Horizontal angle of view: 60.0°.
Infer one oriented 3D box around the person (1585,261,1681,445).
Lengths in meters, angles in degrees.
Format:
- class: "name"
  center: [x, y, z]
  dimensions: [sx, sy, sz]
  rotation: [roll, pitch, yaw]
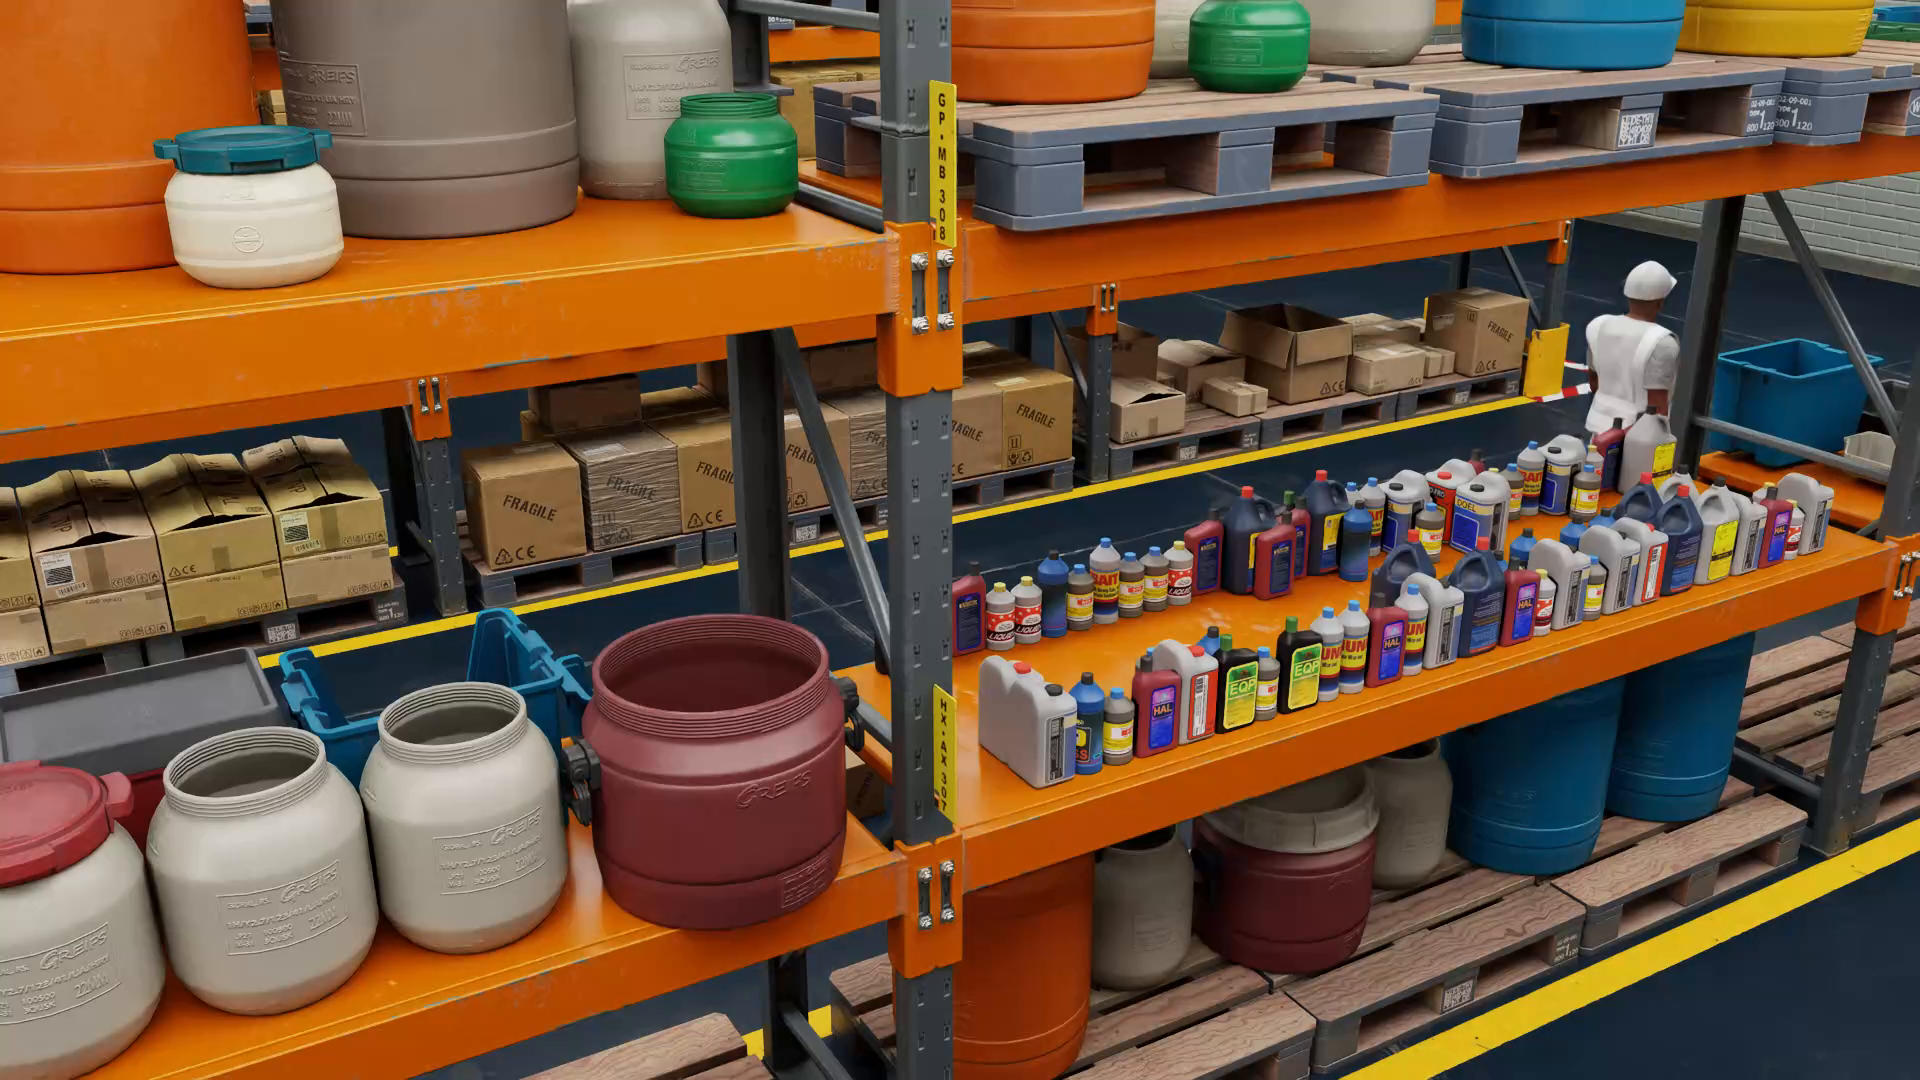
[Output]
- class: "person"
  center: [3.476, -0.562, 8.449]
  dimensions: [0.874, 1.760, 0.603]
  rotation: [-12, 24, -27]
